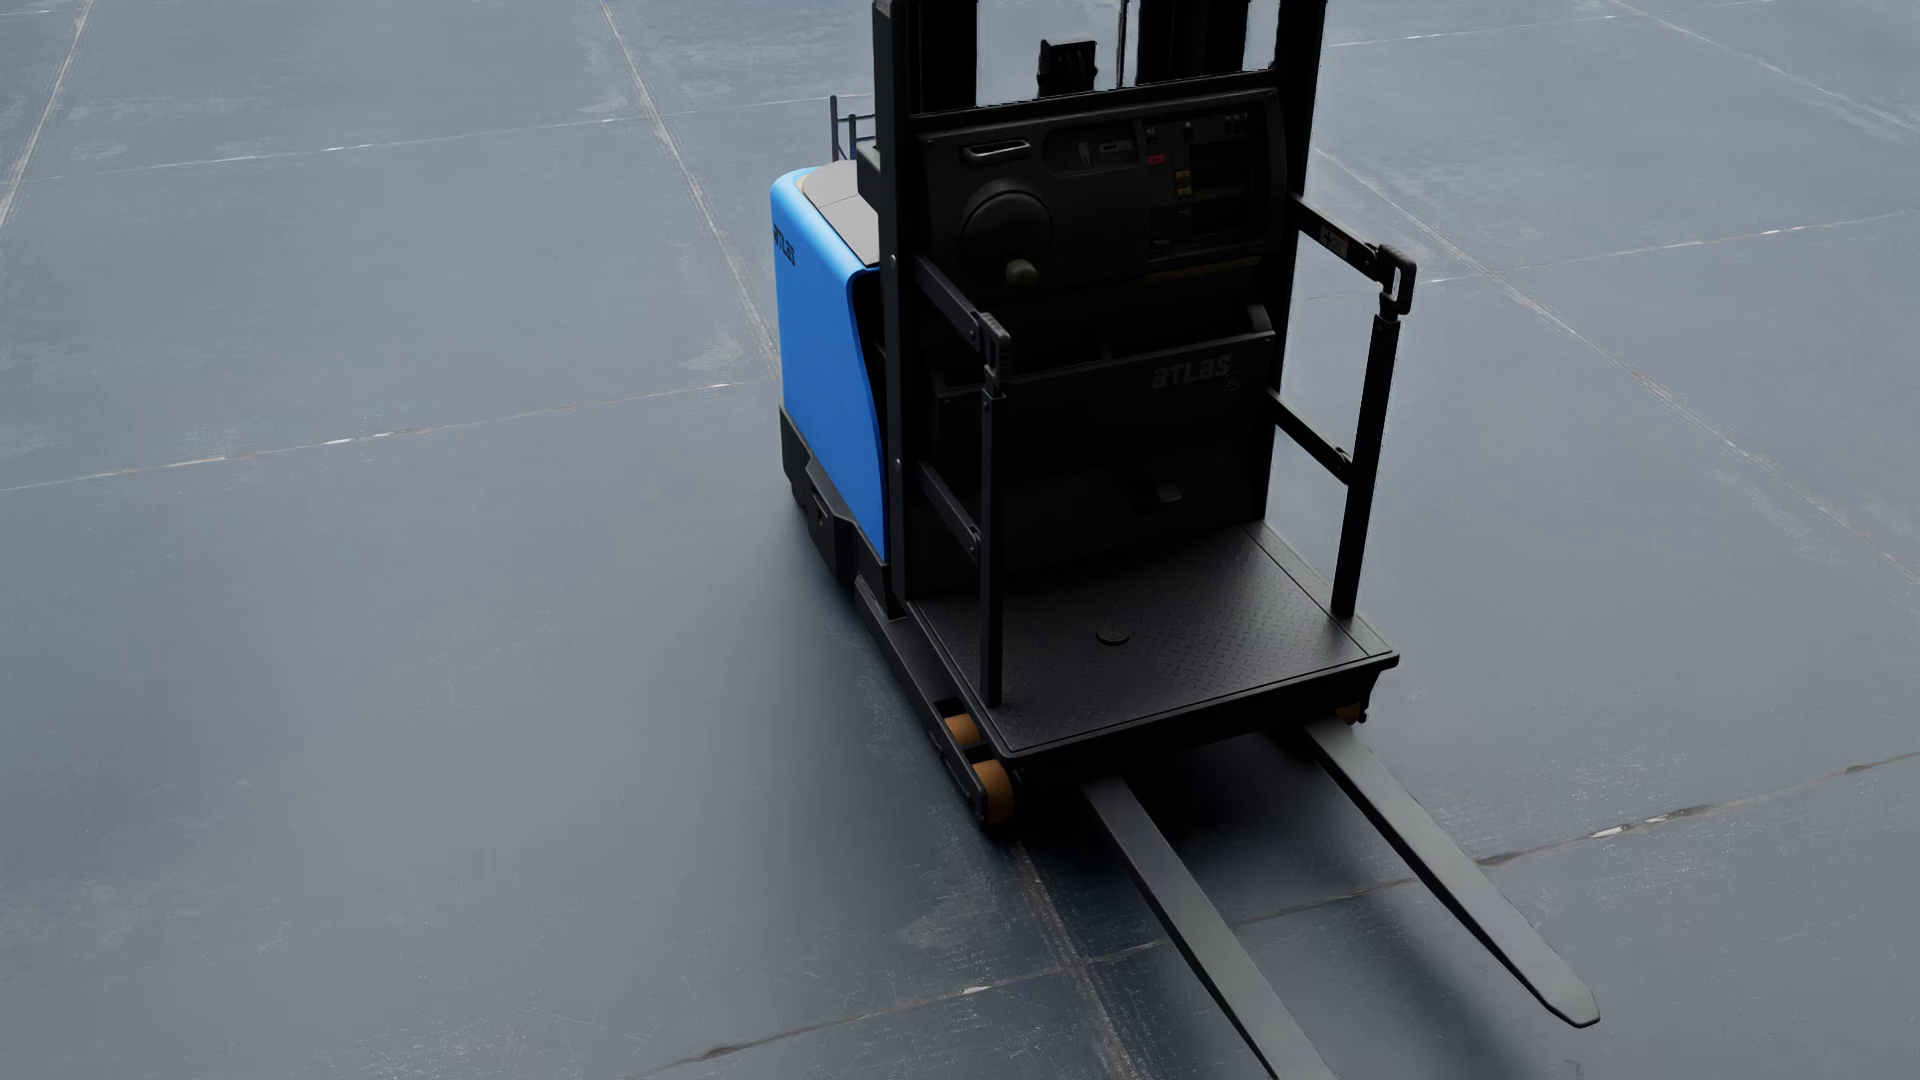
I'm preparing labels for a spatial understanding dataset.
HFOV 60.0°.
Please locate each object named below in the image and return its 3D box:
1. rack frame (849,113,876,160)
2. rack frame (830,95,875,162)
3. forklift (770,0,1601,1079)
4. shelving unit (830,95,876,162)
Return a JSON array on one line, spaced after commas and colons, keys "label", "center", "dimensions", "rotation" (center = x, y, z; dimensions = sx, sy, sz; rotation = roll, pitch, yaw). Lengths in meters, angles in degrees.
[{"label": "rack frame", "center": [-0.224, -0.808, 5.384], "dimensions": [0.240, 1.200, 0.006], "rotation": [-12, 35, -18]}, {"label": "rack frame", "center": [-0.292, -0.901, 5.526], "dimensions": [0.240, 1.200, 0.006], "rotation": [-12, 35, -18]}, {"label": "forklift", "center": [0.433, -0.772, 3.759], "dimensions": [1.130, 2.935, 3.031], "rotation": [-12, 35, -18]}, {"label": "shelving unit", "center": [-0.258, -0.855, 5.455], "dimensions": [0.258, 1.200, 0.189], "rotation": [-12, 35, -18]}]
